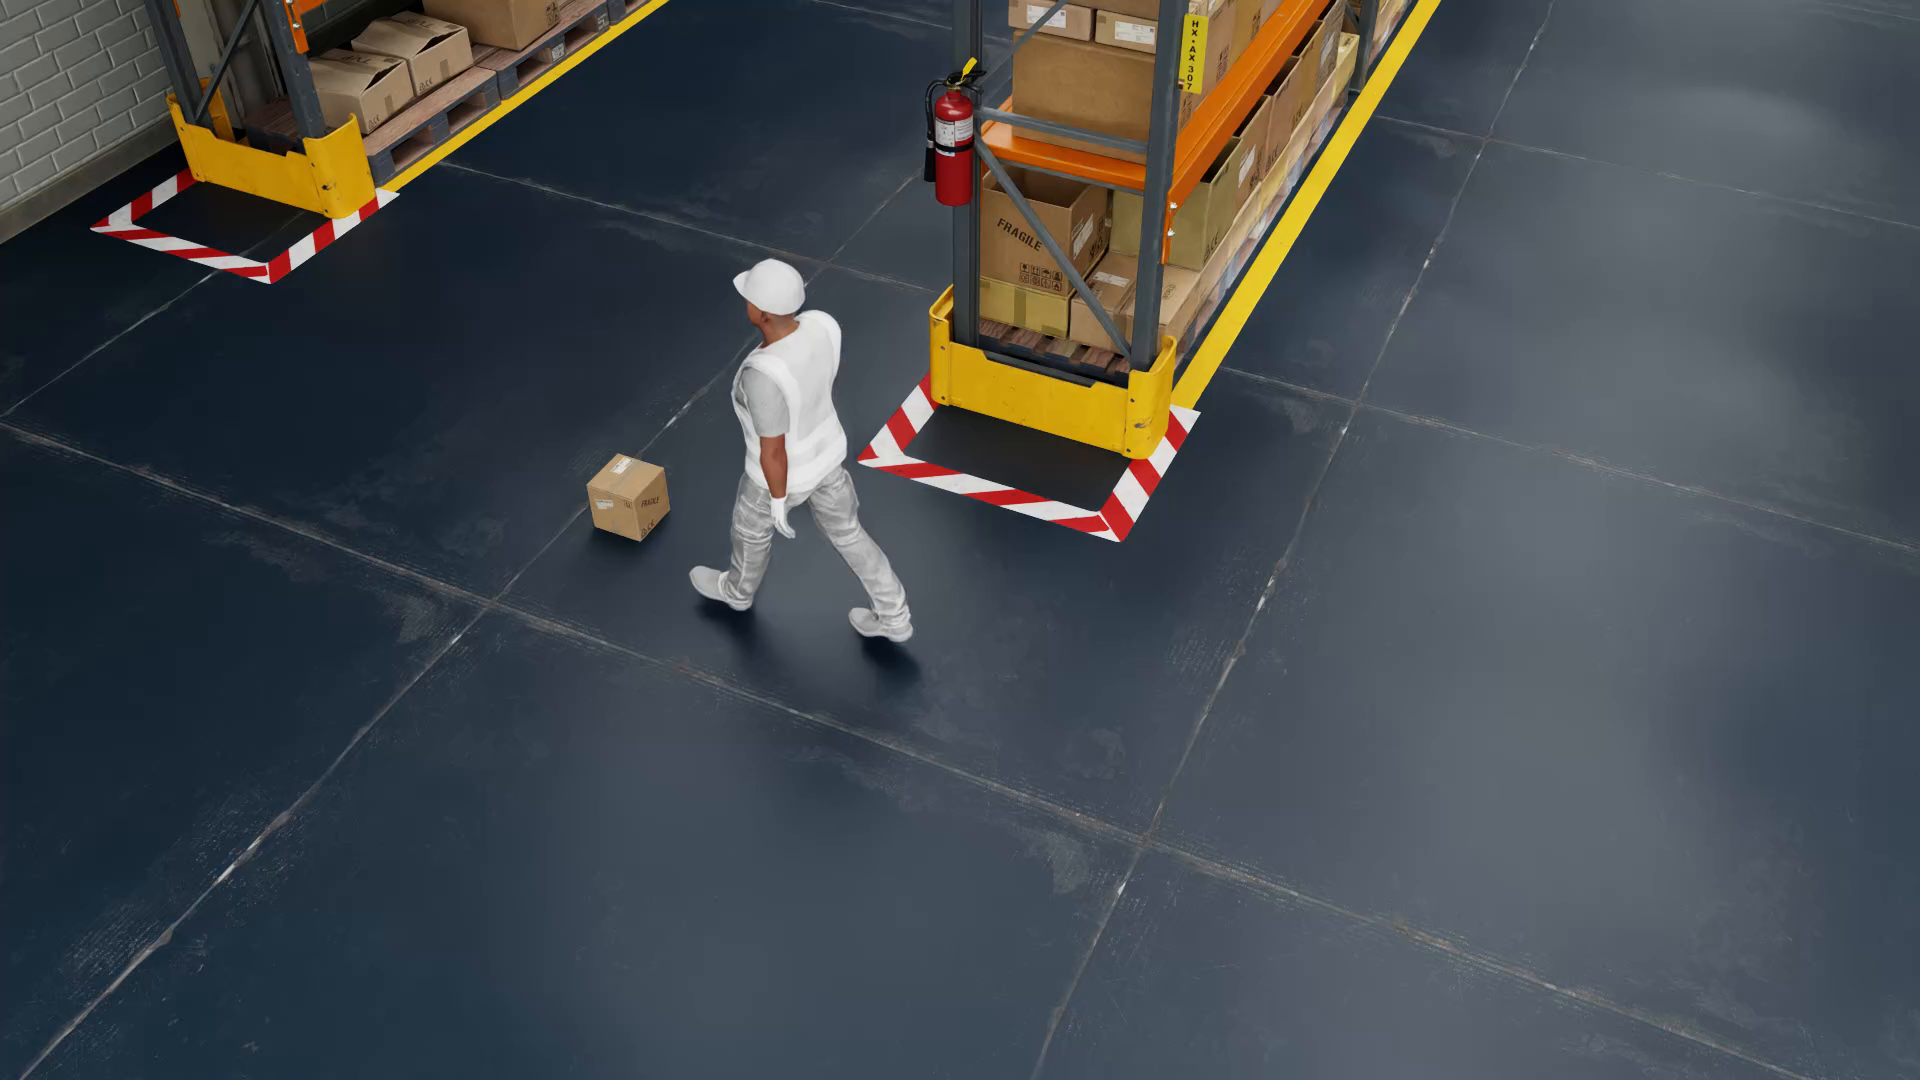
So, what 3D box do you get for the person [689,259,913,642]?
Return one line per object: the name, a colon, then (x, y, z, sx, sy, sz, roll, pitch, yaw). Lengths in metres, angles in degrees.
person: (-0.671, -0.333, 6.521, 1.018, 1.746, 0.560, 23, 47, 24)
